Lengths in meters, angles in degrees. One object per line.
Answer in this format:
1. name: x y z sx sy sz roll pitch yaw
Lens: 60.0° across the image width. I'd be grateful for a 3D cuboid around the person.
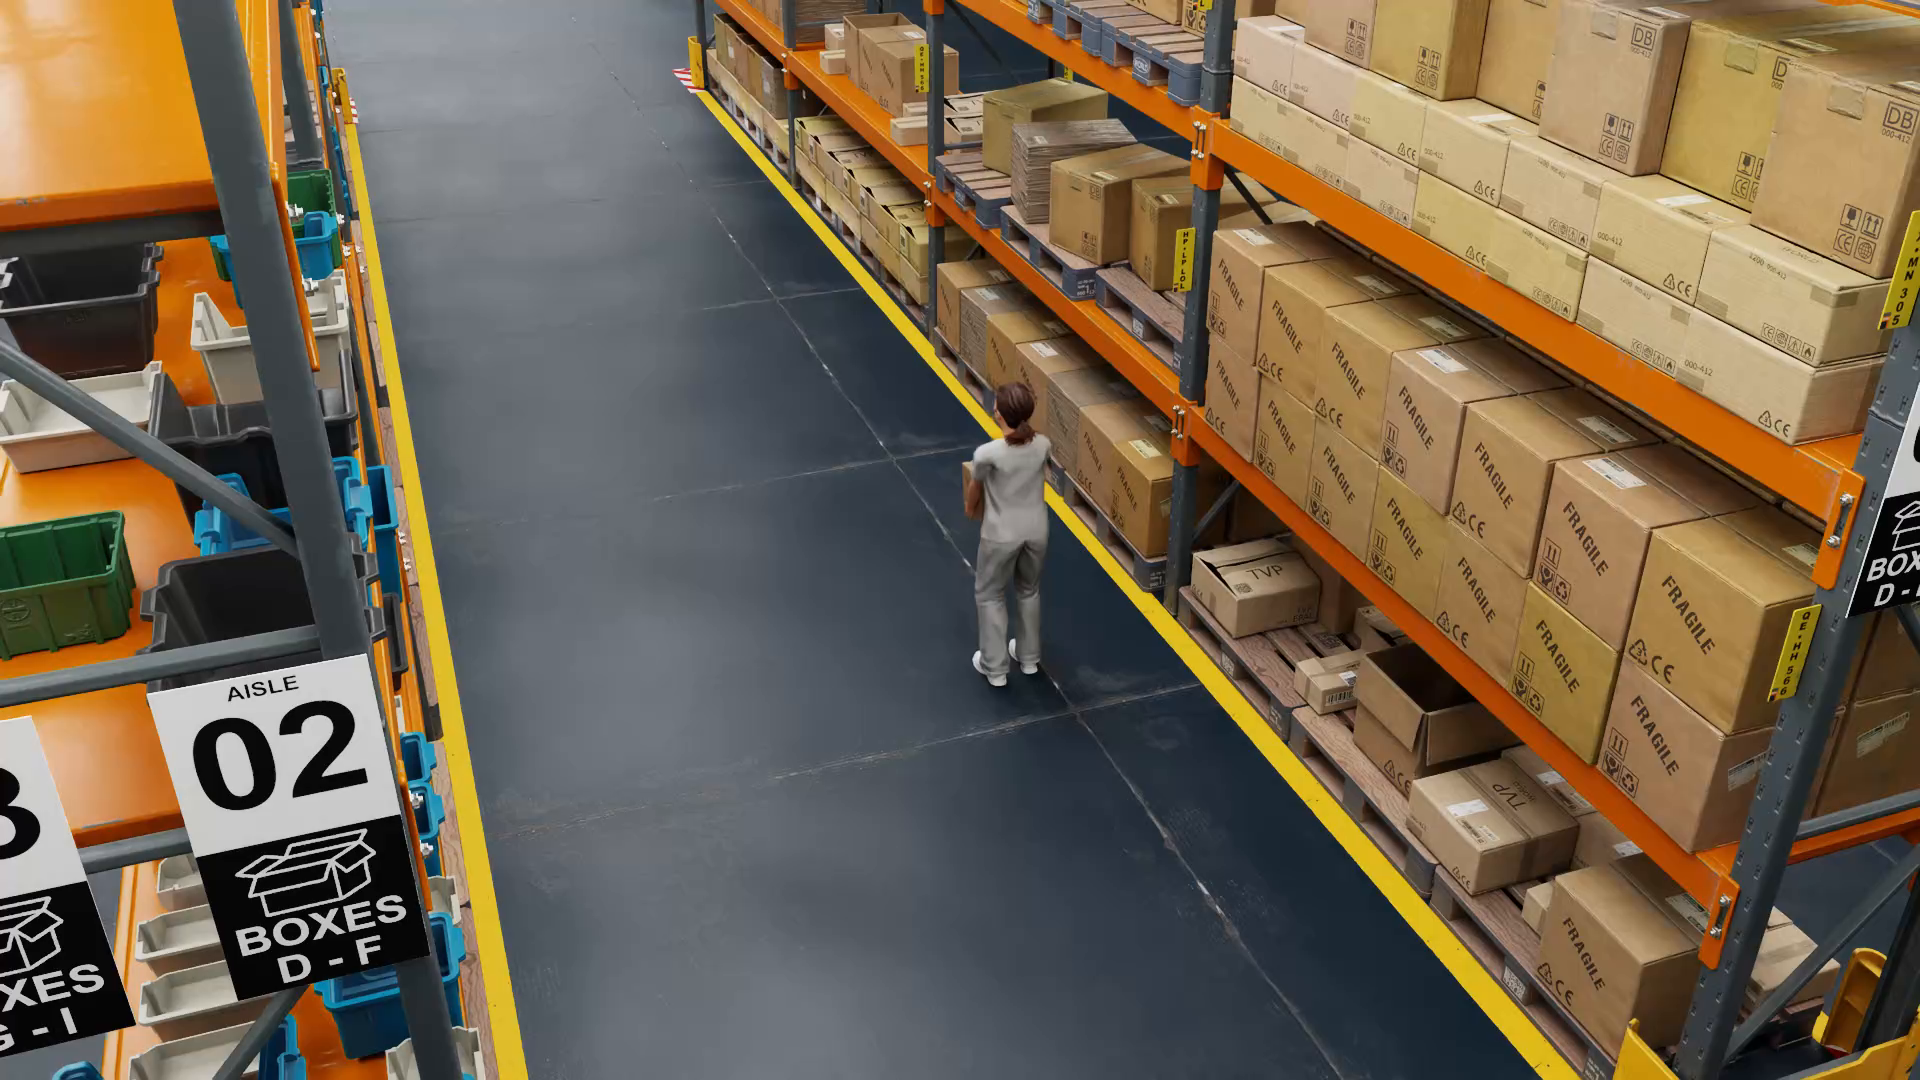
1. person: 0.231 -0.063 8.462 0.410 1.669 0.507 -11 32 -18
